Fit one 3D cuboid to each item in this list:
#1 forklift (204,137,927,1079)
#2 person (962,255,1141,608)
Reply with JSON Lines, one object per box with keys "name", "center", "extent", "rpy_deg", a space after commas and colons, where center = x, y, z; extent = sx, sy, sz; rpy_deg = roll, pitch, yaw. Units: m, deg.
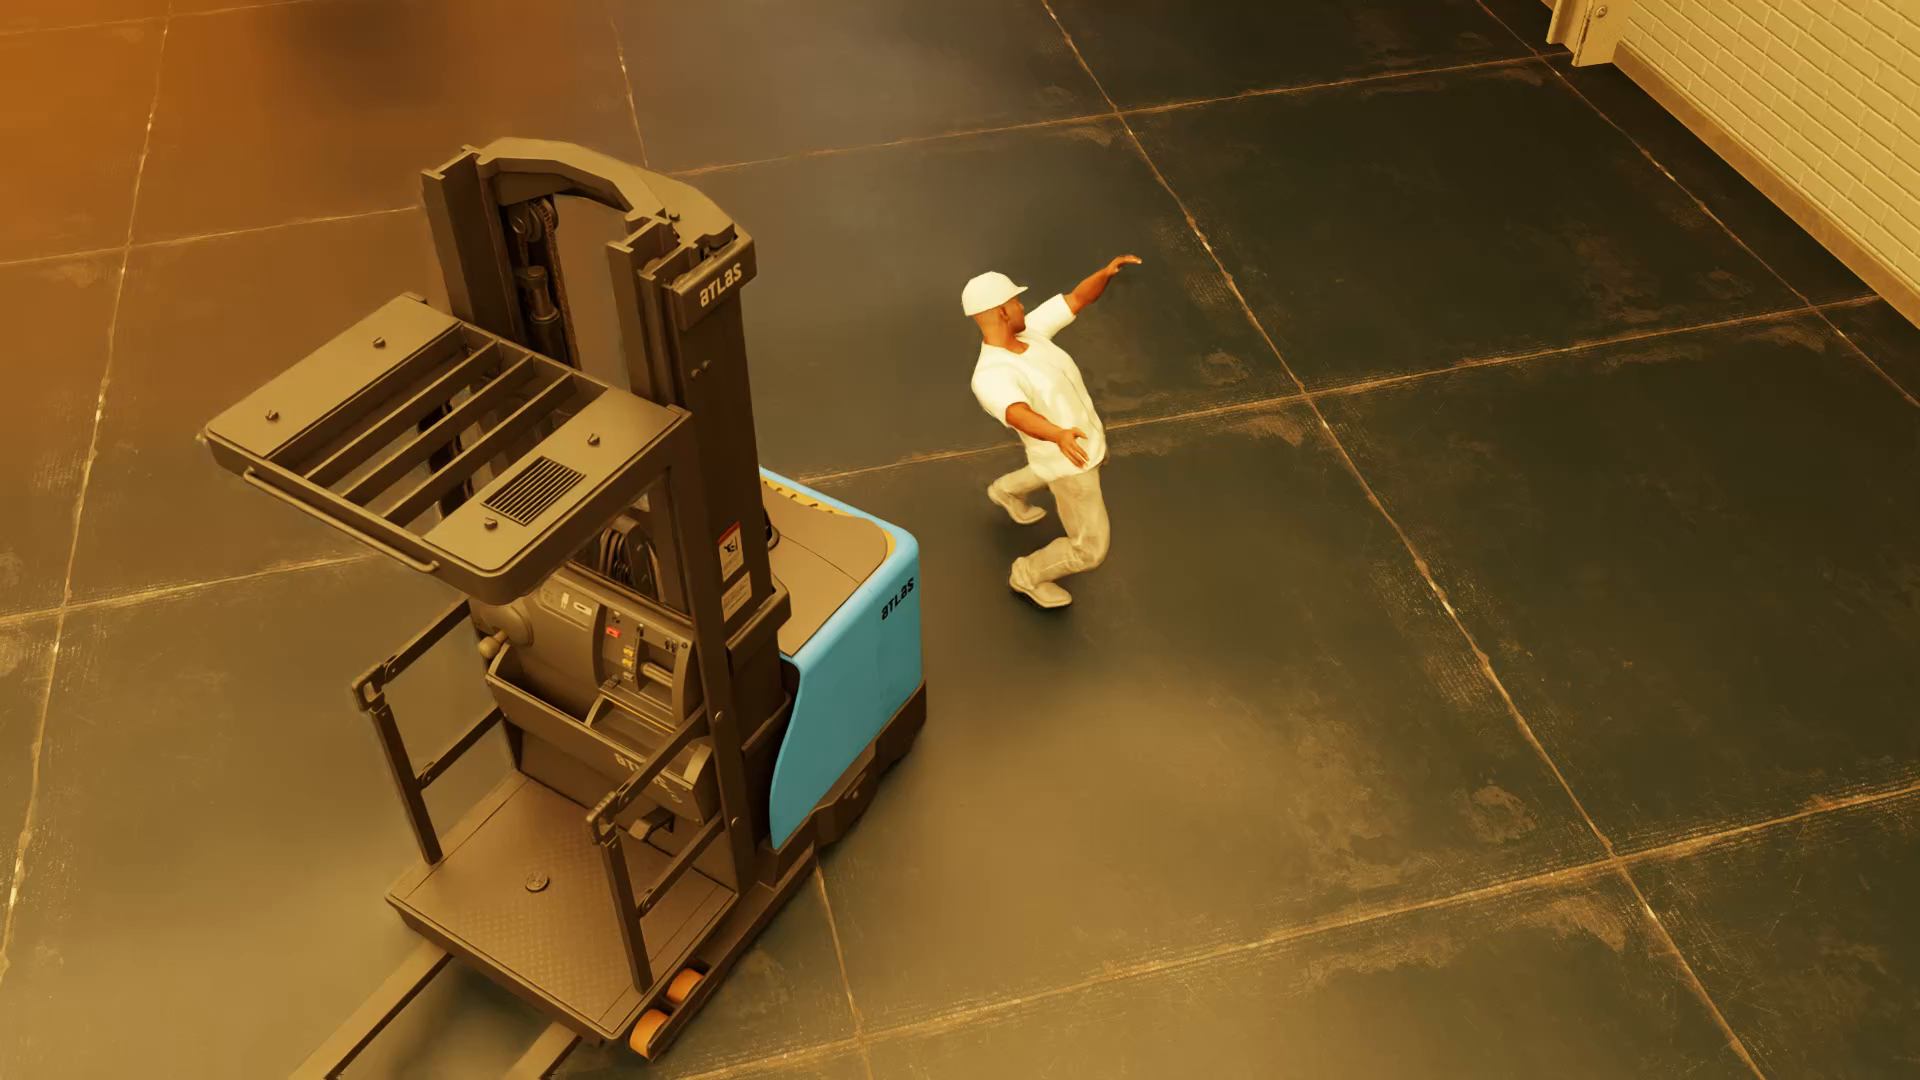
{"name": "forklift", "center": [-1.349, 0.379, 5.244], "extent": [1.130, 2.935, 3.031], "rpy_deg": [23, 48, 23]}
{"name": "person", "center": [0.344, -0.336, 6.955], "extent": [0.715, 1.583, 1.103], "rpy_deg": [3, 43, 3]}
